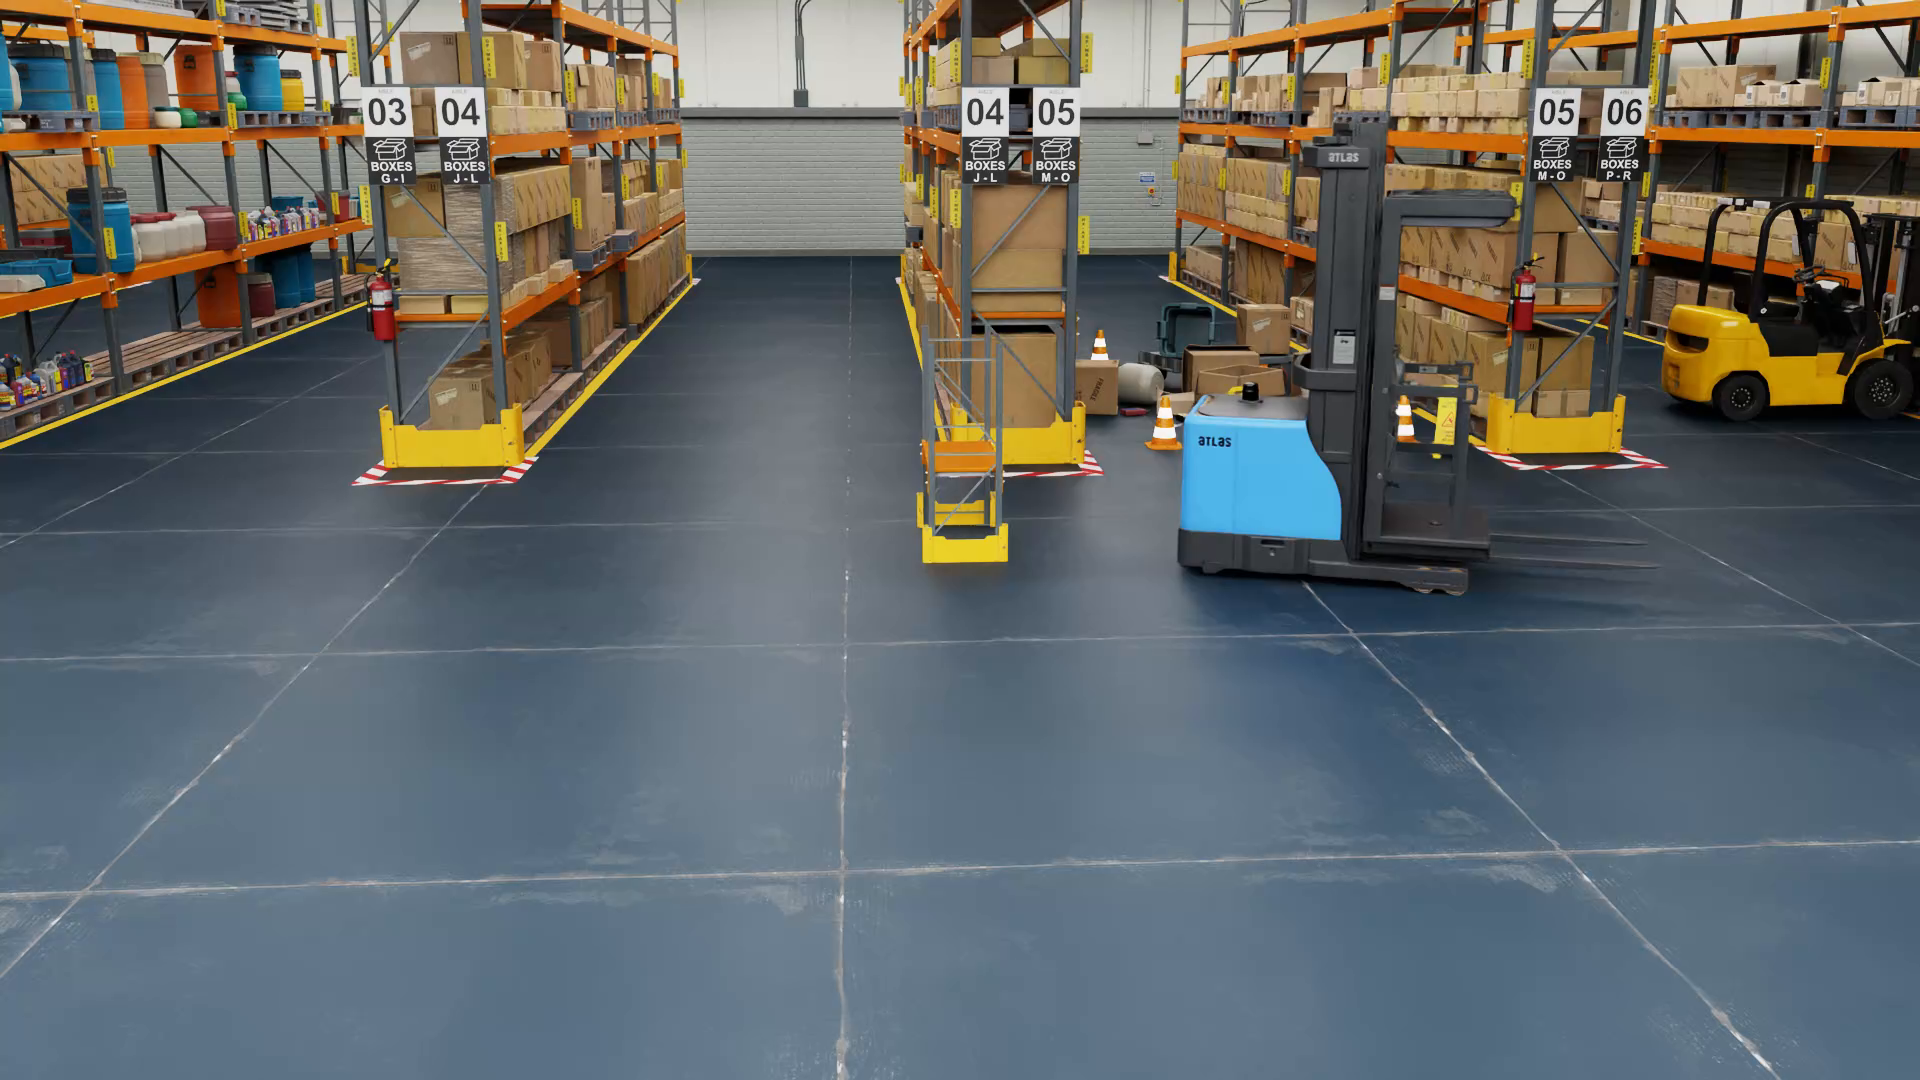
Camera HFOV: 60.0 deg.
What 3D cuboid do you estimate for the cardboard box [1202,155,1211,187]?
[{"bbox_3d":[4.331,-6.150,27.700,0.500,0.500,0.500,-1,14,-3],"label":"cardboard box"}]

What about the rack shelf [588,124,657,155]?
[{"bbox_3d":[-5.067,-5.705,23.604,1.077,0.370,4.000,-1,14,-3],"label":"rack shelf"}]

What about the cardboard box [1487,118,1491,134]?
[{"bbox_3d":[5.162,-3.874,15.548,0.380,0.149,0.250,-1,14,-3],"label":"cardboard box"}]

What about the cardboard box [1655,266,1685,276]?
[{"bbox_3d":[10.191,-3.842,23.810,0.380,0.149,0.250,0,14,-2],"label":"cardboard box"}]

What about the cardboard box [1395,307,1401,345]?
[{"bbox_3d":[4.963,-2.346,18.293,0.500,0.500,0.500,0,14,-1],"label":"cardboard box"}]

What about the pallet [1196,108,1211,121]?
[{"bbox_3d":[4.587,-7.167,28.021,1.003,0.211,1.213,-1,14,-3],"label":"pallet"}]

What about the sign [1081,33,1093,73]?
[{"bbox_3d":[1.063,-4.087,13.957,0.100,0.325,0.005,-1,14,-3],"label":"sign"}]

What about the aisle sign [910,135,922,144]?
[{"bbox_3d":[-0.786,-7.417,29.616,0.394,0.787,0.004,-1,14,-3],"label":"aisle sign"}]

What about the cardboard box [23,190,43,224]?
[{"bbox_3d":[-14.873,-5.253,26.221,0.500,0.500,0.500,-1,14,-2],"label":"cardboard box"}]

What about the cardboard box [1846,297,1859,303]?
[{"bbox_3d":[9.866,-2.570,18.663,0.500,0.250,0.500,-1,14,-4],"label":"cardboard box"}]

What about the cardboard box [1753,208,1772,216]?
[{"bbox_3d":[9.761,-3.972,19.942,0.380,0.149,0.250,-1,14,-5],"label":"cardboard box"}]

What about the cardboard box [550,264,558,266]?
[{"bbox_3d":[-4.427,-2.812,17.442,0.380,0.149,0.250,-1,14,-3],"label":"cardboard box"}]

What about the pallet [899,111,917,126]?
[{"bbox_3d":[-0.302,-6.356,25.067,1.213,0.211,1.003,-1,14,-3],"label":"pallet"}]

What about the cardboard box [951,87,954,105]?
[{"bbox_3d":[0.119,-3.952,14.807,0.380,0.149,0.250,-1,14,-3],"label":"cardboard box"}]

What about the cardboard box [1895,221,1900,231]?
[{"bbox_3d":[9.957,-3.299,17.328,0.380,0.149,0.250,-1,14,-5],"label":"cardboard box"}]

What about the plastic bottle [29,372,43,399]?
[{"bbox_3d":[-9.232,-1.545,16.605,0.097,0.271,0.097,0,14,0],"label":"plastic bottle"}]

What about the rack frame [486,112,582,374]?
[{"bbox_3d":[-4.695,-3.108,18.088,1.000,3.000,0.127,-1,14,-3],"label":"rack frame"}]

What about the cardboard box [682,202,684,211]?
[{"bbox_3d":[-5.088,-5.888,29.394,0.380,0.149,0.250,-1,14,-2],"label":"cardboard box"}]

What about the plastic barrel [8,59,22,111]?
[{"bbox_3d":[-9.808,-4.632,16.923,0.421,0.512,0.421,0,14,0],"label":"plastic barrel"}]

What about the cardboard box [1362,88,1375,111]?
[{"bbox_3d":[4.988,-5.114,19.321,0.500,0.250,0.500,-1,14,-3],"label":"cardboard box"}]

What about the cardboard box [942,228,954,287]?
[{"bbox_3d":[0.269,-2.868,16.854,0.875,0.550,0.550,-1,14,-3],"label":"cardboard box"}]

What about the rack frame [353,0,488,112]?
[{"bbox_3d":[-4.448,-5.019,13.474,1.000,3.000,0.127,-1,14,-3],"label":"rack frame"}]

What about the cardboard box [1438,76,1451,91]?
[{"bbox_3d":[5.025,-4.572,16.661,0.380,0.149,0.250,-1,14,-4],"label":"cardboard box"}]

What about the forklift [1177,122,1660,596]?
[{"bbox_3d":[3.034,-1.211,10.851,3.031,2.935,1.130,4,15,15],"label":"forklift"}]

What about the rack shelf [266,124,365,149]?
[{"bbox_3d":[-10.258,-6.623,27.173,1.077,0.370,4.000,-1,14,-3],"label":"rack shelf"}]

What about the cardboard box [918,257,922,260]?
[{"bbox_3d":[-0.349,-3.929,23.945,0.500,0.250,0.500,-1,14,-2],"label":"cardboard box"}]

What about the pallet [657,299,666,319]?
[{"bbox_3d":[-5.068,-3.557,25.427,1.003,0.211,1.213,-1,14,-3],"label":"pallet"}]

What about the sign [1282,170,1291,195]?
[{"bbox_3d":[4.394,-4.808,22.368,0.100,0.325,0.005,-1,14,-3],"label":"sign"}]

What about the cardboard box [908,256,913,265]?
[{"bbox_3d":[-0.670,-4.668,27.834,0.380,0.149,0.250,-1,14,-5],"label":"cardboard box"}]

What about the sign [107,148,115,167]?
[{"bbox_3d":[-14.771,-6.658,28.927,0.100,0.325,0.005,-1,14,-3],"label":"sign"}]

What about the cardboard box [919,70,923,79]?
[{"bbox_3d":[-0.371,-6.443,23.290,0.396,0.266,0.258,-1,14,-3],"label":"cardboard box"}]

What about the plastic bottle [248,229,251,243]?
[{"bbox_3d":[-9.577,-4.097,22.328,0.097,0.201,0.097,0,14,0],"label":"plastic bottle"}]

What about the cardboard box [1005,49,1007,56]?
[{"bbox_3d":[0.648,-4.855,16.718,0.380,0.149,0.250,-1,14,-2],"label":"cardboard box"}]

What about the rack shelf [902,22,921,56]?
[{"bbox_3d":[-0.358,-8.202,27.296,1.077,0.370,4.000,-1,14,-3],"label":"rack shelf"}]

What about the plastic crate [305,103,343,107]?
[{"bbox_3d":[-10.562,-7.055,27.531,0.504,0.338,0.767,-1,14,-3],"label":"plastic crate"}]

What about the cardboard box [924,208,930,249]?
[{"bbox_3d":[-0.194,-3.961,21.200,0.500,0.500,0.500,-1,14,-4],"label":"cardboard box"}]

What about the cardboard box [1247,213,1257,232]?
[{"bbox_3d":[4.535,-4.684,24.513,0.500,0.250,0.500,-1,14,-4],"label":"cardboard box"}]

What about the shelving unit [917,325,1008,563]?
[{"bbox_3d":[0.005,-0.707,11.766,0.587,1.500,1.083,-1,14,-3],"label":"shelving unit"}]

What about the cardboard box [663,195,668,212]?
[{"bbox_3d":[-4.985,-5.414,26.753,0.500,0.250,0.500,-1,14,-4],"label":"cardboard box"}]

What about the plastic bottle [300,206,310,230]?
[{"bbox_3d":[-9.751,-4.774,24.661,0.144,0.351,0.185,-1,14,-3],"label":"plastic bottle"}]

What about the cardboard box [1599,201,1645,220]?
[{"bbox_3d":[9.513,-4.722,23.817,0.500,0.250,0.500,-2,15,-6],"label":"cardboard box"}]

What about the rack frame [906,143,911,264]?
[{"bbox_3d":[-0.482,-6.144,29.887,1.000,3.000,0.127,-1,14,-3],"label":"rack frame"}]

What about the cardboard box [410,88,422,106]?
[{"bbox_3d":[-4.776,-3.751,14.067,0.380,0.149,0.250,-1,14,-3],"label":"cardboard box"}]

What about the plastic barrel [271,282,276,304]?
[{"bbox_3d":[-10.128,-3.567,24.019,0.421,0.512,0.421,0,14,0],"label":"plastic barrel"}]

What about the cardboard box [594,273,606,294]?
[{"bbox_3d":[-4.872,-3.303,21.472,0.500,0.250,0.500,0,14,-1],"label":"cardboard box"}]

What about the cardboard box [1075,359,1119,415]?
[{"bbox_3d":[1.382,-1.580,17.160,0.500,0.500,0.500,2,15,6],"label":"cardboard box"}]

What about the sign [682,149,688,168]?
[{"bbox_3d":[-4.896,-6.773,29.533,0.100,0.325,0.005,-1,14,-3],"label":"sign"}]

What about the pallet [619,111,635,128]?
[{"bbox_3d":[-5.036,-5.624,22.223,1.213,0.211,1.003,0,14,-1],"label":"pallet"}]

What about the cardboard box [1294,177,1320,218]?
[{"bbox_3d":[4.745,-4.537,21.998,0.500,0.500,0.500,-1,14,-5],"label":"cardboard box"}]

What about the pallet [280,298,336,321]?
[{"bbox_3d":[-10.128,-3.479,25.123,1.003,0.211,1.213,-1,14,-3],"label":"pallet"}]

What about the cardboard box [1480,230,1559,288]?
[{"bbox_3d":[5.135,-2.590,15.275,0.500,0.500,0.500,-1,14,-4],"label":"cardboard box"}]

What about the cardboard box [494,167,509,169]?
[{"bbox_3d":[-4.889,-3.545,16.981,0.500,0.500,0.500,-1,14,-3],"label":"cardboard box"}]

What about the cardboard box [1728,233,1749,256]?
[{"bbox_3d":[9.820,-3.637,20.442,0.500,0.250,0.500,-1,14,-3],"label":"cardboard box"}]

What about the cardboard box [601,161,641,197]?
[{"bbox_3d":[-5.112,-5.303,24.402,0.797,0.503,0.637,-1,14,-3],"label":"cardboard box"}]
